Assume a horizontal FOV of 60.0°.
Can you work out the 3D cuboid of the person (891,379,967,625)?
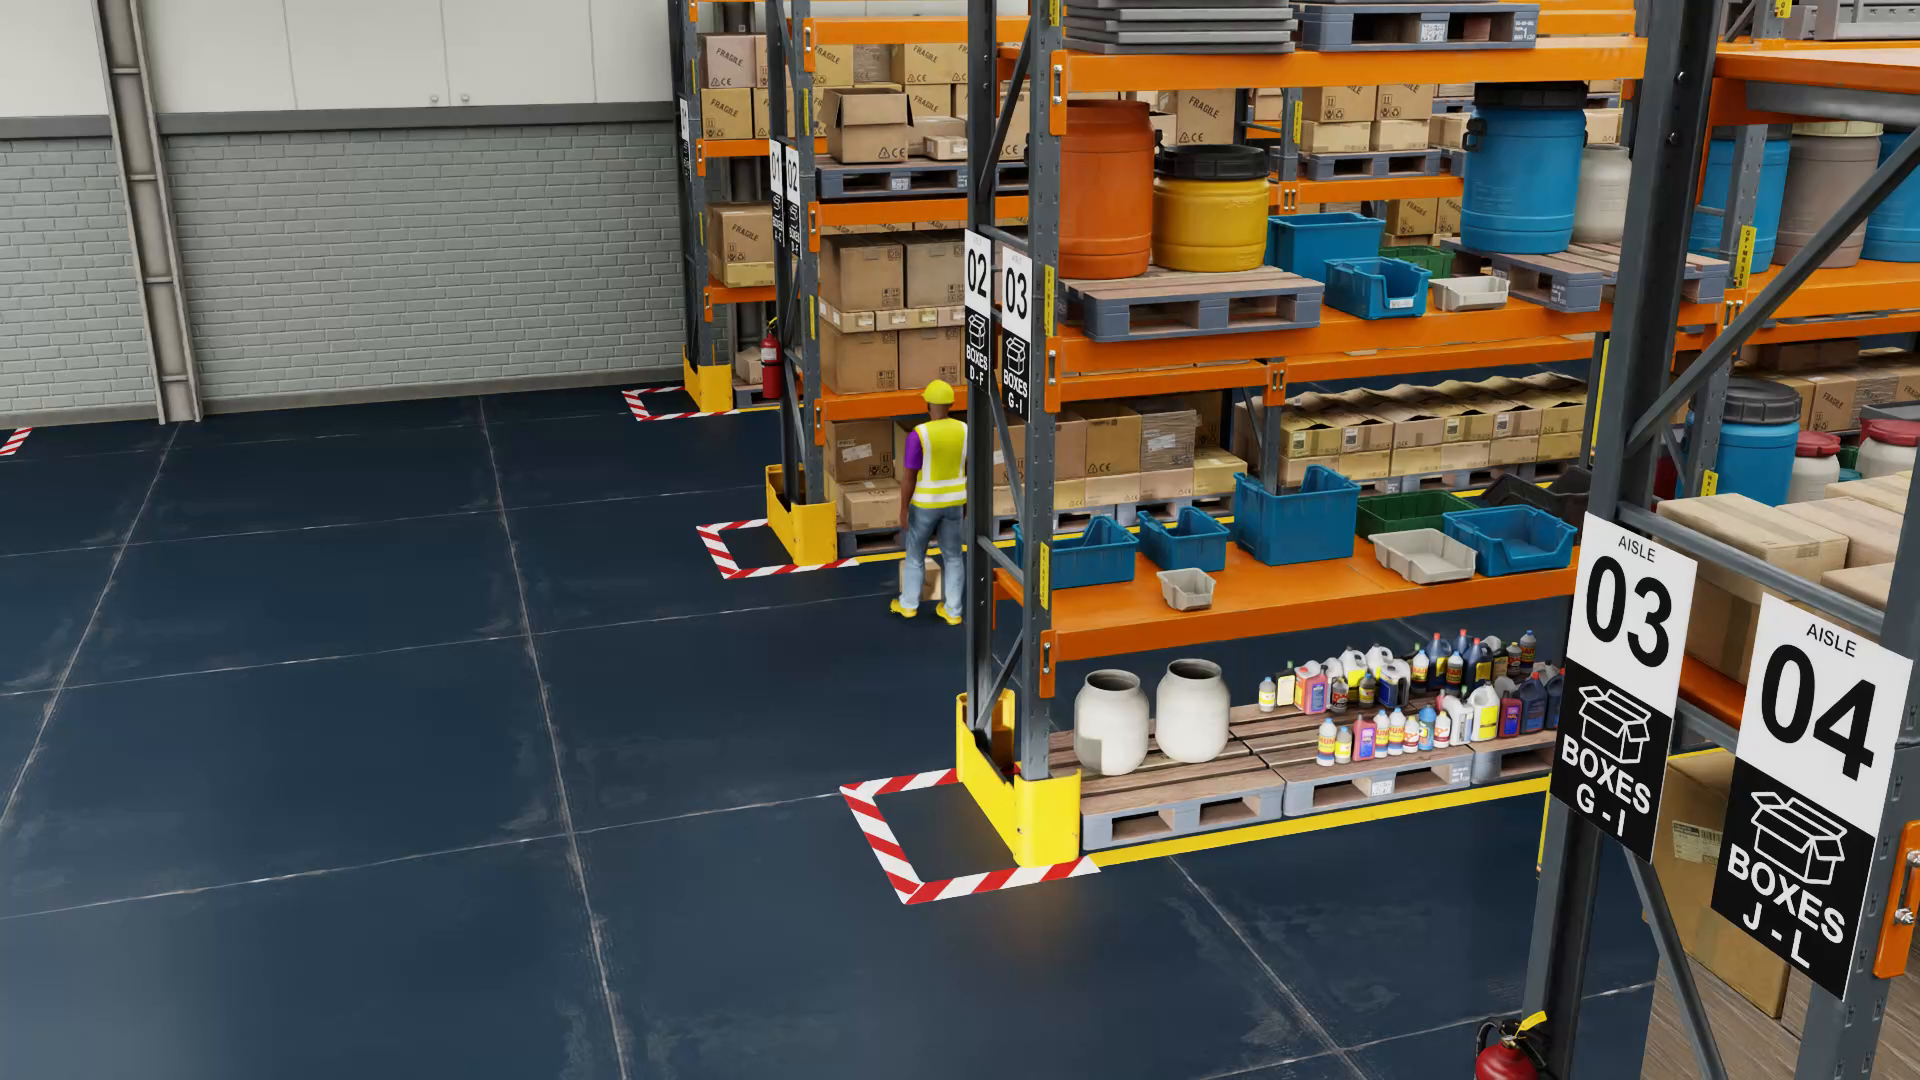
[{"bbox_3d":[-0.200,-0.292,11.853,0.575,1.770,0.571,-8,21,-22],"label":"person"}]
